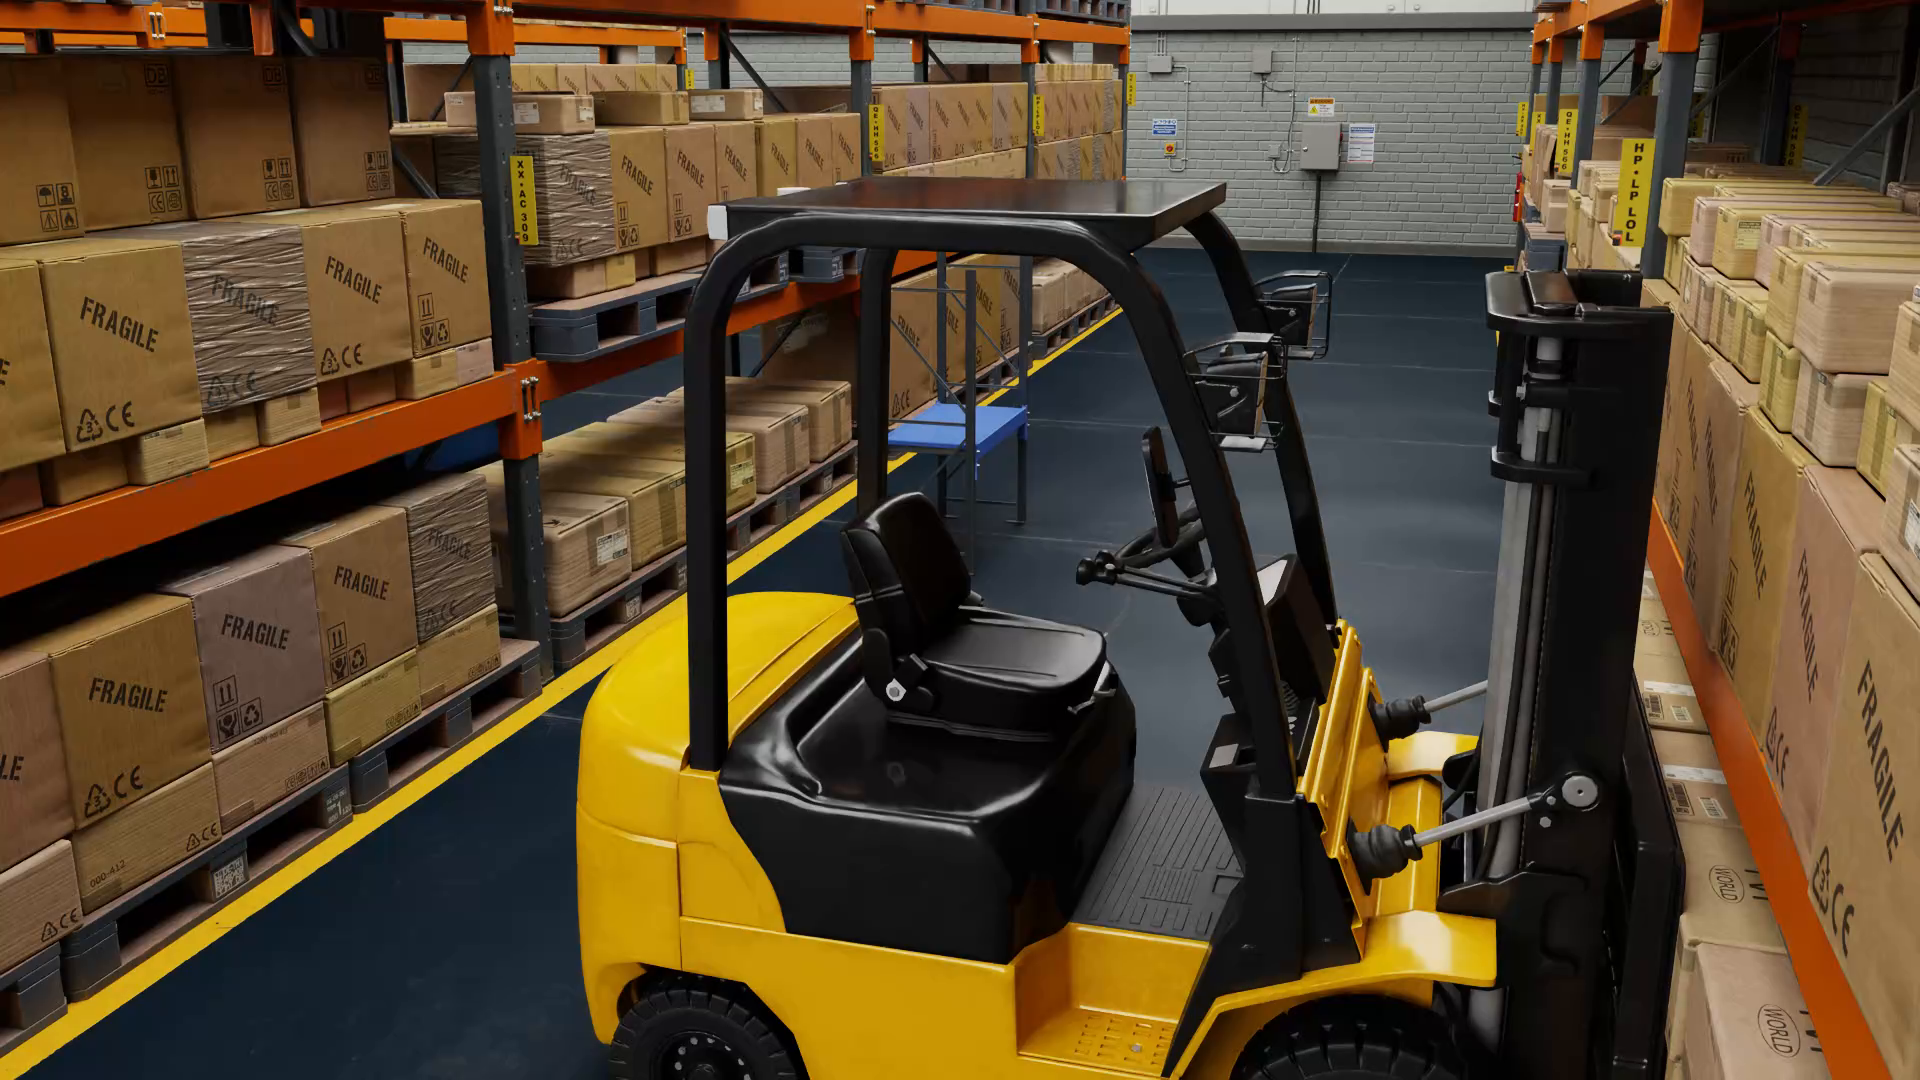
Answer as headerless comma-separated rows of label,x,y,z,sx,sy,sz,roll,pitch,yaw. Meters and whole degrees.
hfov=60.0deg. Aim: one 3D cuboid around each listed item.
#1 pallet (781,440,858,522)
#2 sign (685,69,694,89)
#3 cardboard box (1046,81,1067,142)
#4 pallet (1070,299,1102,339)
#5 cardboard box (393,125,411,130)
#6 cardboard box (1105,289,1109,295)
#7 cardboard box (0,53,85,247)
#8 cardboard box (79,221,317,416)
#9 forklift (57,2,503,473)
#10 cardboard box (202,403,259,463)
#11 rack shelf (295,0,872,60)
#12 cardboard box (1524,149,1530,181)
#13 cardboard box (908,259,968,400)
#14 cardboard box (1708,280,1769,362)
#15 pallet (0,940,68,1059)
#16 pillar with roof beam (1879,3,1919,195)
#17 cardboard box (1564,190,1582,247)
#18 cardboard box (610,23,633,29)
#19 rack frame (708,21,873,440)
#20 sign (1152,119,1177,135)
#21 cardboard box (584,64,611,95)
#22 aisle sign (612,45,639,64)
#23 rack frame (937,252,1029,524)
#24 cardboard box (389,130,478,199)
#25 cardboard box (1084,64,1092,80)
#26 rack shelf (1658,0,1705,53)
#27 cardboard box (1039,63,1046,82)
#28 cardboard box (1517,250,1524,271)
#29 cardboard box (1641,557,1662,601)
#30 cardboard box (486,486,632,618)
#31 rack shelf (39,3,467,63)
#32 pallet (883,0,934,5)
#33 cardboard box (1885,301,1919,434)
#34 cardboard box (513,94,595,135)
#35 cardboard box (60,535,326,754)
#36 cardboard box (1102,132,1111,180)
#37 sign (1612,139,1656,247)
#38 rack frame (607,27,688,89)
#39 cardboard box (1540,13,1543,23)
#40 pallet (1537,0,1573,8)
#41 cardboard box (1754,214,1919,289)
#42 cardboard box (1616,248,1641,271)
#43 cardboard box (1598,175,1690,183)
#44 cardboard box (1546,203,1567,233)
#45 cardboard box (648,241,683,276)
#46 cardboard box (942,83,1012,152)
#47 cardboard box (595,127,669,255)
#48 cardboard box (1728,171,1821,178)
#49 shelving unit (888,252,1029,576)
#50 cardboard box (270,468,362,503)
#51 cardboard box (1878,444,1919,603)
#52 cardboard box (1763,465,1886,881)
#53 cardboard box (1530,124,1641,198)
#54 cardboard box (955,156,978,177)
pallet,-1.244,-0.395,9.835,1.003,0.211,1.213,5,16,16
sign,-2.996,-5.052,18.443,0.100,0.325,0.005,5,16,16
cardboard box,0.633,-3.754,14.551,0.500,0.500,0.500,4,16,15
pallet,0.752,-2.159,16.054,1.003,0.211,1.213,5,16,16
cardboard box,-4.811,-3.385,13.868,0.380,0.149,0.250,5,16,16
cardboard box,1.161,-2.823,17.210,0.875,0.438,0.875,4,16,14
cardboard box,-2.886,-1.064,4.521,0.700,0.500,0.500,5,16,16
cardboard box,-2.328,-0.679,4.997,0.500,0.500,0.500,5,17,17
forklift,-3.563,-1.361,8.256,1.130,2.935,3.031,6,17,22
cardboard box,-2.344,-0.335,4.974,0.380,0.149,0.250,4,16,15
rack shelf,-1.589,-2.514,8.019,1.077,0.370,4.000,5,16,16
cardboard box,5.341,-3.358,14.902,0.500,0.250,0.500,4,16,15
cardboard box,-0.487,-1.528,11.843,0.875,0.875,0.875,5,17,17
cardboard box,1.868,-0.475,3.634,0.380,0.149,0.250,4,16,14
pallet,-3.008,1.264,3.986,1.003,0.211,1.213,5,16,16
pillar with roof beam,0.105,-4.366,7.730,9.100,9.000,0.400,5,16,16
cardboard box,3.355,-1.630,8.438,0.500,0.250,0.500,5,16,16
cardboard box,-3.689,-5.360,17.007,0.500,0.250,0.500,5,17,18
rack frame,-1.021,-1.941,10.175,1.000,3.000,0.127,5,16,16
sign,2.804,-5.661,22.794,0.327,0.218,0.001,5,16,16
cardboard box,-3.844,-4.516,16.695,0.500,0.500,0.500,4,16,14
aisle sign,-3.789,-5.684,18.608,0.394,0.787,0.004,5,16,16
rack frame,0.120,-0.832,9.015,0.500,1.500,0.032,5,16,16
cardboard box,-2.246,-1.426,6.862,0.500,0.500,0.500,4,16,15
cardboard box,1.033,-4.427,15.737,0.380,0.149,0.250,5,17,17
rack shelf,2.034,-1.084,2.976,1.077,0.370,4.000,5,16,16
cardboard box,0.512,-3.959,14.087,0.380,0.149,0.250,5,17,17
cardboard box,5.748,-2.498,15.945,0.797,0.503,0.637,4,16,14
cardboard box,2.164,0.232,4.953,0.500,0.250,0.500,4,16,15
cardboard box,-2.011,0.031,7.271,0.950,0.372,0.625,5,17,17
rack shelf,-5.227,-3.918,12.968,1.077,0.370,4.000,5,16,16
pallet,-0.889,-3.466,10.400,1.213,0.211,1.003,5,17,18
cardboard box,1.454,-0.215,2.172,0.380,0.149,0.250,5,17,17
cardboard box,-1.685,-1.695,6.622,0.380,0.149,0.250,5,16,16
cardboard box,-2.355,0.308,5.141,0.500,0.500,0.500,6,17,19
cardboard box,1.212,-3.805,16.564,0.500,0.500,0.500,4,16,15
sign,2.079,-1.069,5.124,0.100,0.325,0.005,5,16,16
rack frame,-3.522,-4.391,18.814,1.000,3.000,0.127,5,16,16
cardboard box,5.324,-4.644,14.668,0.380,0.149,0.250,5,16,16
pallet,4.332,-3.519,10.587,1.213,0.211,1.003,5,16,16
cardboard box,1.937,-0.610,3.566,0.380,0.149,0.250,5,16,16
cardboard box,2.497,-0.827,5.607,0.500,0.250,0.500,4,16,15
cardboard box,3.010,-1.518,7.312,0.380,0.149,0.250,5,17,17
cardboard box,3.558,-1.840,9.509,0.380,0.149,0.250,5,17,17
cardboard box,-1.498,-1.304,7.622,0.380,0.149,0.250,5,17,17
cardboard box,0.090,-3.244,12.754,0.500,0.500,0.500,5,17,17
cardboard box,-1.608,-1.519,7.190,0.500,0.500,0.500,5,16,16
cardboard box,3.739,-1.606,7.624,0.380,0.149,0.250,4,16,15
shelving unit,-0.024,-0.699,8.546,0.538,1.500,1.048,5,16,16
cardboard box,-2.584,-0.001,6.230,0.500,0.500,0.500,5,17,19
cardboard box,1.340,-0.006,1.980,0.380,0.149,0.250,5,17,17
cardboard box,1.510,0.204,2.430,0.500,0.500,0.500,5,17,18
cardboard box,4.524,-2.744,12.055,0.700,0.500,0.500,5,17,17
cardboard box,-0.182,-2.619,11.924,0.500,0.250,0.500,5,17,17
